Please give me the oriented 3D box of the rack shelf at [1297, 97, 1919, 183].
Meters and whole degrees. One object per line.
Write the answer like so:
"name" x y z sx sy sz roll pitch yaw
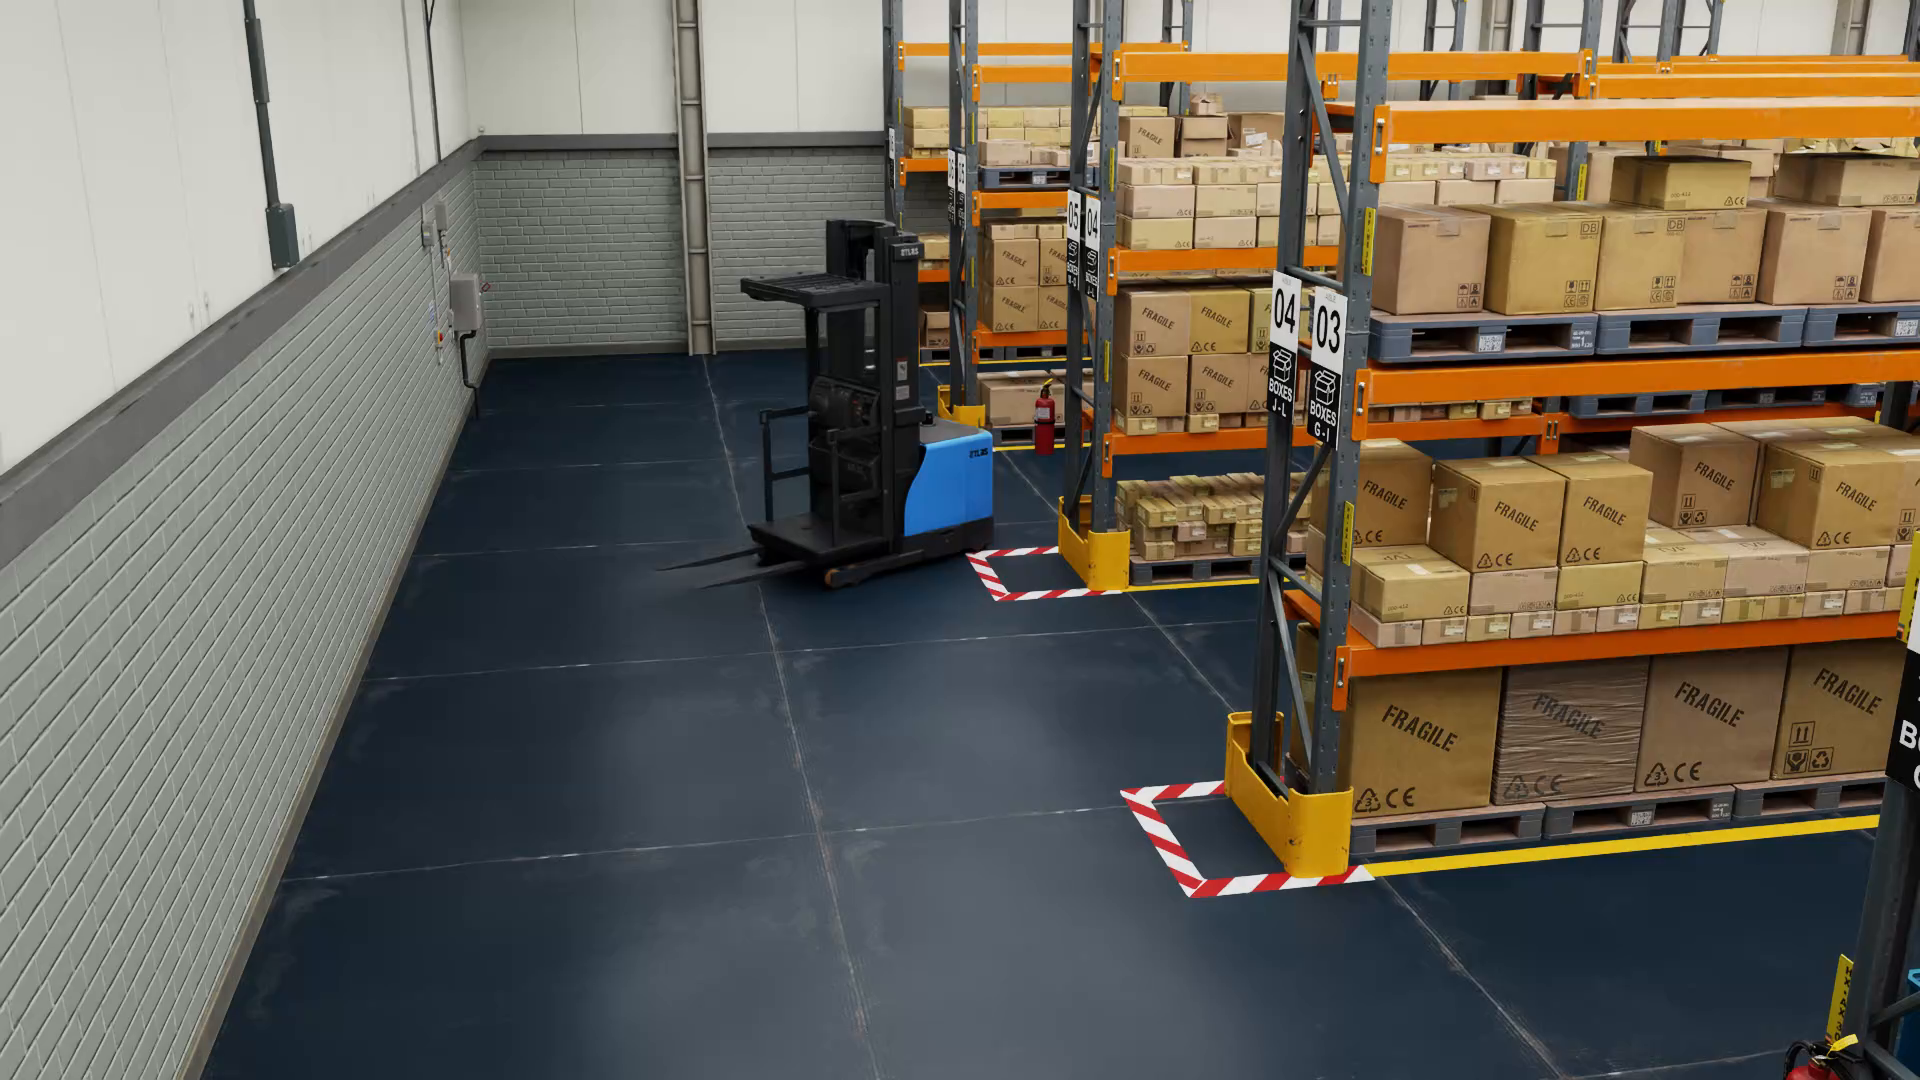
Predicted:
"rack shelf" 3.878 -2.186 8.948 4.000 0.370 1.077 -3 17 -10

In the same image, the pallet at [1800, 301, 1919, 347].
"pallet" 5.036 -1.314 9.462 1.213 0.211 1.003 -3 17 -10

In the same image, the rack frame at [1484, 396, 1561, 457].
"rack frame" 5.000 -1.401 14.701 0.127 3.000 1.000 -3 17 -10

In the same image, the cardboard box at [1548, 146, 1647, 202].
"cardboard box" 5.392 -3.072 14.150 0.500 0.500 0.700 -3 17 -10

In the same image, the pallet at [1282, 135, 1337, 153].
"pallet" 4.687 -5.671 23.817 1.003 0.211 1.213 -3 17 -10

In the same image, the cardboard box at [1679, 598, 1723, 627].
"cardboard box" 4.092 0.352 9.423 0.250 0.149 0.380 -3 17 -10

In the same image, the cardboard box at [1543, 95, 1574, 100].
"cardboard box" 8.700 -6.232 24.268 0.500 0.500 0.500 -3 17 -9

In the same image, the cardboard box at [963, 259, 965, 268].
"cardboard box" -0.044 -3.901 23.270 0.250 0.149 0.380 -3 17 -11

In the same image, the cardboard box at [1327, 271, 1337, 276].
"cardboard box" 3.504 -2.061 14.472 0.500 0.500 0.500 -3 17 -10

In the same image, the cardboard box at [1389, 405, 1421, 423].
"cardboard box" 3.739 -1.123 14.224 0.250 0.149 0.380 -4 18 -13

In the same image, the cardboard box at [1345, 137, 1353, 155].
"cardboard box" 4.787 -4.524 19.197 0.500 0.311 0.500 -3 17 -10

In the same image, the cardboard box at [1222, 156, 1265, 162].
"cardboard box" 2.354 -3.115 13.901 0.250 0.149 0.380 -4 17 -12

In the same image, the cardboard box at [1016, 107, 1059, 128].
"cardboard box" 1.064 -5.812 22.851 0.500 0.250 0.500 -3 17 -9

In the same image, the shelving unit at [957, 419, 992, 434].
"shelving unit" 0.134 -0.570 15.318 0.252 1.050 0.215 -12 21 -35

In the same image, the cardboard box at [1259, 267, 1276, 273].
"cardboard box" 3.550 -3.242 18.823 0.500 0.500 0.500 -3 17 -11

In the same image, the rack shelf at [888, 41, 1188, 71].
"rack shelf" 1.052 -6.664 22.850 4.000 0.370 1.077 -3 17 -10

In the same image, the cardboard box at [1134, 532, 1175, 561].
"cardboard box" 1.647 0.047 14.127 0.250 0.149 0.380 -3 17 -9

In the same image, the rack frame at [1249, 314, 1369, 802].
"rack frame" 1.914 0.258 9.302 0.127 3.000 1.000 -3 17 -10

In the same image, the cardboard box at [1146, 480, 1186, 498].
"cardboard box" 1.801 -0.400 14.571 0.250 0.149 0.380 -3 17 -9

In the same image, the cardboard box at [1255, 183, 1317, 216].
"cardboard box" 2.563 -2.783 13.496 0.500 0.250 0.500 -3 17 -10

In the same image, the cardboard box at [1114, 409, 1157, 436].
"cardboard box" 1.452 -0.981 13.764 0.250 0.149 0.380 -3 17 -11

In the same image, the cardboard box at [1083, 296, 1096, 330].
"cardboard box" 1.554 -2.650 18.600 0.500 0.500 0.500 -3 17 -11

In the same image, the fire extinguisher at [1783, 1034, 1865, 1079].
"fire extinguisher" 2.619 1.778 5.119 0.183 0.674 0.296 -3 17 -10

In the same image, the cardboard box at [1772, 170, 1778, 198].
"cardboard box" 7.434 -2.942 14.440 0.500 0.500 0.500 -3 17 -10

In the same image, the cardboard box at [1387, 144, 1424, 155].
"cardboard box" 4.882 -4.470 18.700 0.500 0.500 0.500 -4 17 -11

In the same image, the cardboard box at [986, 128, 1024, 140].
"cardboard box" 0.576 -5.539 22.816 0.500 0.250 0.500 -4 17 -12

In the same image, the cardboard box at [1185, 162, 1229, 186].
"cardboard box" 1.967 -2.925 13.281 0.250 0.149 0.380 -3 17 -11

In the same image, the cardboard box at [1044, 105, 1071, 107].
"cardboard box" 1.472 -5.989 23.428 0.500 0.250 0.500 -3 17 -11

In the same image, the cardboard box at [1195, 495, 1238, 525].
"cardboard box" 2.171 -0.259 14.110 0.250 0.149 0.380 -3 17 -11

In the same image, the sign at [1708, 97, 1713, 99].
"sign" 10.983 -6.374 24.368 0.005 0.325 0.100 -3 17 -10

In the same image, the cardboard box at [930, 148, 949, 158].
"cardboard box" -0.302 -5.317 22.770 0.250 0.149 0.380 -3 17 -9

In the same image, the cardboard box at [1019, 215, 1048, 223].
"cardboard box" 0.830 -3.572 18.794 0.250 0.149 0.380 -3 17 -11

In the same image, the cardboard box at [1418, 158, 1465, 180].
"cardboard box" 3.975 -3.072 13.759 0.250 0.149 0.380 -3 17 -8

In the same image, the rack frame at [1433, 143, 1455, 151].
"rack frame" 6.943 -4.475 24.712 0.127 3.000 1.000 -3 17 -10

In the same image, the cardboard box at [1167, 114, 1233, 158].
"cardboard box" 2.643 -4.469 18.522 0.637 0.503 0.797 -2 17 -6

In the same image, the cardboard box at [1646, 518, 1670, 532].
"cardboard box" 3.848 -0.003 9.900 0.500 0.250 0.500 -3 17 -10

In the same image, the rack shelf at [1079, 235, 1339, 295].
"rack shelf" 3.036 -2.379 14.004 4.000 0.370 1.077 -3 17 -10

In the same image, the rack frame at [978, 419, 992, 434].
"rack frame" 0.232 -0.591 15.388 0.008 1.050 0.200 -12 21 -35

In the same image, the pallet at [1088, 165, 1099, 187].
"pallet" 1.961 -4.104 18.545 1.213 0.211 1.003 -3 17 -10

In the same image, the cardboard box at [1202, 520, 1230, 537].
"cardboard box" 2.138 -0.151 14.267 0.250 0.149 0.380 -3 17 -10

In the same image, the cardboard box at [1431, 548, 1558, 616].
"cardboard box" 2.946 0.207 9.215 0.500 0.250 0.500 -3 17 -11

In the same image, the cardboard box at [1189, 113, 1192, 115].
"cardboard box" 3.288 -6.008 23.627 0.250 0.149 0.380 -3 17 -11

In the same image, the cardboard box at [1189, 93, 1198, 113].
"cardboard box" 3.303 -6.192 23.522 0.258 0.266 0.396 -3 17 -11

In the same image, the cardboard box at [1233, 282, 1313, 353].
"cardboard box" 2.573 -1.847 13.774 0.500 0.500 0.500 -4 17 -12

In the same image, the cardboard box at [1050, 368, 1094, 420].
"cardboard box" 1.560 -1.694 19.305 0.875 0.438 0.875 -3 17 -9

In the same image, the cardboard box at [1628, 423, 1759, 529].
"cardboard box" 4.328 -0.386 9.868 0.500 0.500 0.500 -4 17 -12

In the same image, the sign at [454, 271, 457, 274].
"sign" -6.050 -2.977 19.997 0.001 0.494 0.329 -3 17 -10

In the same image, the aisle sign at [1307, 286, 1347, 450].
"aisle sign" 1.900 -0.895 8.626 0.004 0.787 0.394 -3 17 -10

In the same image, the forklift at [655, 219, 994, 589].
"forklift" -1.149 -1.163 14.044 3.031 2.935 1.130 -14 22 -38

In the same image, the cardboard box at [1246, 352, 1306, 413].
"cardboard box" 2.569 -1.374 13.938 0.500 0.500 0.500 -3 17 -10

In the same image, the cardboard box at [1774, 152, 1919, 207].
"cardboard box" 4.917 -2.003 9.222 0.500 0.250 0.500 -4 18 -14
